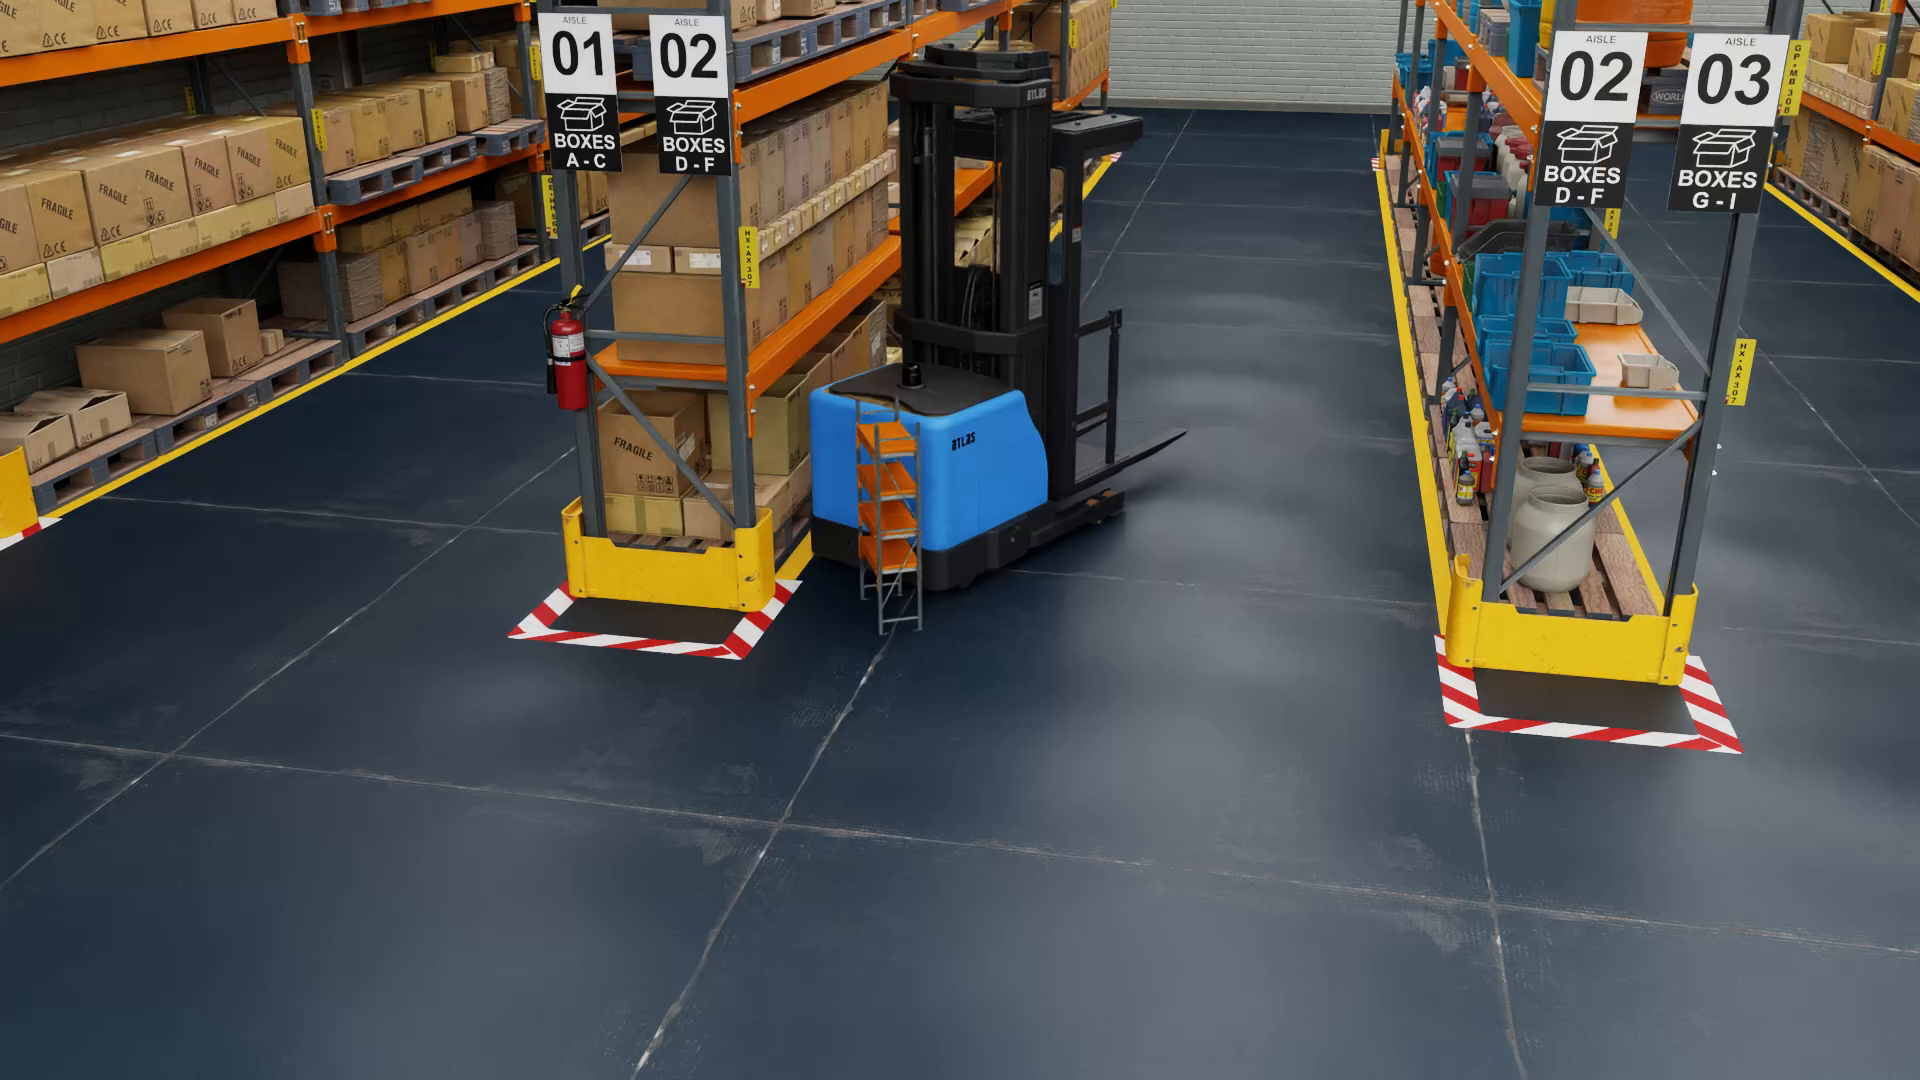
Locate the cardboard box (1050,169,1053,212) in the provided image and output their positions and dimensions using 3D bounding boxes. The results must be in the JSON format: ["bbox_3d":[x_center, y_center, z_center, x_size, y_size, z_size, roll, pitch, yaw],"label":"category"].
[{"bbox_3d":[0.762,-3.965,18.941,0.500,0.500,0.500,5,22,12],"label":"cardboard box"}]

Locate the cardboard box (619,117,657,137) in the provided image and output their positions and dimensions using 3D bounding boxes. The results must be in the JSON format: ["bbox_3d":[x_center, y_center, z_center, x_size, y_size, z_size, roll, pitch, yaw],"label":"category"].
[{"bbox_3d":[-4.062,-4.813,20.604,0.750,0.750,0.750,5,22,12],"label":"cardboard box"}]

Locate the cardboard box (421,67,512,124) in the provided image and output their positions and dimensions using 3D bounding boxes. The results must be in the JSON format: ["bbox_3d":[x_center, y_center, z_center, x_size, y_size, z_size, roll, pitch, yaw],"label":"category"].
[{"bbox_3d":[-4.959,-4.478,16.734,0.700,0.500,0.500,2,22,5],"label":"cardboard box"}]

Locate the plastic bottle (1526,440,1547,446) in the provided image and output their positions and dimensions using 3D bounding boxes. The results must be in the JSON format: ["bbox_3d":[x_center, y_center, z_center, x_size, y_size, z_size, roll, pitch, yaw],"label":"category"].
[{"bbox_3d":[3.971,-0.797,11.374,0.152,0.276,0.135,4,22,11],"label":"plastic bottle"}]

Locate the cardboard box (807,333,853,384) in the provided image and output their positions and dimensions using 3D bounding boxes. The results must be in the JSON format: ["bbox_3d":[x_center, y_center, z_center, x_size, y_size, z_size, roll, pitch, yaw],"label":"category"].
[{"bbox_3d":[-1.019,-1.093,11.166,0.500,0.500,0.500,4,22,11],"label":"cardboard box"}]

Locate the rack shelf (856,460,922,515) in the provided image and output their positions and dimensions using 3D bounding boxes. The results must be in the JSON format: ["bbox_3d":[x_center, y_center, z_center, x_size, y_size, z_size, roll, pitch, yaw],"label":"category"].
[{"bbox_3d":[-0.389,-0.281,9.027,0.258,0.148,0.480,-6,23,-14],"label":"rack shelf"}]

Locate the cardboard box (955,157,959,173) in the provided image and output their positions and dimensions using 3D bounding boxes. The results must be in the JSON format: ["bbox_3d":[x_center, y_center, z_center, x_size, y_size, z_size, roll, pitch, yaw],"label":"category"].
[{"bbox_3d":[-0.227,-3.437,15.207,0.380,0.149,0.250,6,23,15],"label":"cardboard box"}]

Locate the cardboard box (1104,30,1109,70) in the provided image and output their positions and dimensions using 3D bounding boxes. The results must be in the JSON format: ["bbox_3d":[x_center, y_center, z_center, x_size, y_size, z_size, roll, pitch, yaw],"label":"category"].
[{"bbox_3d":[1.785,-6.811,23.117,0.500,0.500,0.500,5,23,13],"label":"cardboard box"}]

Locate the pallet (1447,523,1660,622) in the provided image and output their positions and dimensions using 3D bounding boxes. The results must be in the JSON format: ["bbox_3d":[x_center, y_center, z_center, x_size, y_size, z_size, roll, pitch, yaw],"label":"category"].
[{"bbox_3d":[3.334,0.246,9.459,1.003,0.211,1.213,4,22,11],"label":"pallet"}]

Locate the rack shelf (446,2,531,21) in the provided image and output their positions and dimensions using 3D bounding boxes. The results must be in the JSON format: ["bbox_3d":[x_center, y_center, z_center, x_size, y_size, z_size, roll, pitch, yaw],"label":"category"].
[{"bbox_3d":[-4.464,-6.189,18.654,1.077,0.370,4.000,4,22,11],"label":"rack shelf"}]

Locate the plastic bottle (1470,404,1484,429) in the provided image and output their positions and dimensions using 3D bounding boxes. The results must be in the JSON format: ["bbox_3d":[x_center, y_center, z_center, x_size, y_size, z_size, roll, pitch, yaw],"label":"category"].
[{"bbox_3d":[3.528,-0.795,11.374,0.097,0.271,0.097,0,22,0],"label":"plastic bottle"}]

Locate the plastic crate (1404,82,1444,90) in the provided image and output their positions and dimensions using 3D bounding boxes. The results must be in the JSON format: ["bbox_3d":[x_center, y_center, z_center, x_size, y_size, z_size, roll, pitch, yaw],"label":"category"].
[{"bbox_3d":[5.608,-5.438,20.128,0.437,0.125,0.590,4,22,11],"label":"plastic crate"}]

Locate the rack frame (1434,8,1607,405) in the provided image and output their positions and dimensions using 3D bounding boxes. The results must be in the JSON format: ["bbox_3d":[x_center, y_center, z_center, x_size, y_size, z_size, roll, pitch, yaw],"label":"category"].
[{"bbox_3d":[4.010,-2.182,11.756,1.000,3.000,0.127,4,22,11],"label":"rack frame"}]

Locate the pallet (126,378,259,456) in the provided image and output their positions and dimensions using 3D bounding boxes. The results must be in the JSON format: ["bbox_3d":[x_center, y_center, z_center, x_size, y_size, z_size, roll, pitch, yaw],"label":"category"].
[{"bbox_3d":[-6.038,-0.948,12.424,1.003,0.211,1.213,4,22,11],"label":"pallet"}]

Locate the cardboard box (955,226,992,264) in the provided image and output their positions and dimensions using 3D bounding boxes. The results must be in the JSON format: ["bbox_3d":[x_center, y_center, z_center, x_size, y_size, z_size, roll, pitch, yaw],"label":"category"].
[{"bbox_3d":[0.012,-2.802,15.664,0.500,0.311,0.500,4,22,10],"label":"cardboard box"}]

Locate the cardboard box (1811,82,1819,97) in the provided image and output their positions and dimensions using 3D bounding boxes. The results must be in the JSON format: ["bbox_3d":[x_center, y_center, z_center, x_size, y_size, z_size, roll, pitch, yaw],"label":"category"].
[{"bbox_3d":[10.652,-5.501,20.334,0.380,0.149,0.250,4,22,10],"label":"cardboard box"}]

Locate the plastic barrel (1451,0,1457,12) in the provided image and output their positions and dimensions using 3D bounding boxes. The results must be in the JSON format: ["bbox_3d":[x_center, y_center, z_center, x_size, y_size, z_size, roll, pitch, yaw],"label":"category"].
[{"bbox_3d":[4.313,-4.712,13.449,0.600,0.830,0.708,4,22,11],"label":"plastic barrel"}]

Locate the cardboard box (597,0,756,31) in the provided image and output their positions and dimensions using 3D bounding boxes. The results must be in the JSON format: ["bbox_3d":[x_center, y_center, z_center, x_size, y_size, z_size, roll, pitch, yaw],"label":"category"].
[{"bbox_3d":[-1.533,-3.007,8.901,0.797,0.503,0.637,6,23,15],"label":"cardboard box"}]

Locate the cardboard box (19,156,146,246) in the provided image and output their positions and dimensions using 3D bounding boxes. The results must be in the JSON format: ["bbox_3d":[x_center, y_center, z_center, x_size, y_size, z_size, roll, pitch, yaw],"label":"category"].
[{"bbox_3d":[-5.891,-2.282,11.175,0.500,0.500,0.500,4,22,9],"label":"cardboard box"}]

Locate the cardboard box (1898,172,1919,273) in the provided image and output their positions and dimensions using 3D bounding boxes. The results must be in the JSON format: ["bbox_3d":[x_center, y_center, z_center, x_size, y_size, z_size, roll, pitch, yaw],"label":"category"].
[{"bbox_3d":[10.025,-3.053,16.200,1.225,0.875,0.875,5,22,11],"label":"cardboard box"}]

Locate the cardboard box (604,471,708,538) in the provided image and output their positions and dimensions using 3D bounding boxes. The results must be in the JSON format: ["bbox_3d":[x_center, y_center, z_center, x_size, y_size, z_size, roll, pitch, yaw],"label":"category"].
[{"bbox_3d":[-1.834,-0.236,10.043,0.500,0.250,0.500,4,22,11],"label":"cardboard box"}]

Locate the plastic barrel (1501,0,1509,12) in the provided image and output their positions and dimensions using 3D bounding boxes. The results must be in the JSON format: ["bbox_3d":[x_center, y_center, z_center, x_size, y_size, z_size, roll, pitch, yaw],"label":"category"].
[{"bbox_3d":[3.730,-3.677,10.742,0.421,0.512,0.421,0,22,0],"label":"plastic barrel"}]

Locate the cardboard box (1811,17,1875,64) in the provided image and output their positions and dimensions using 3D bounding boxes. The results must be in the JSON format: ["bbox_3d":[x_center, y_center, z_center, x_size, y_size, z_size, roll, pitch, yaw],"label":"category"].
[{"bbox_3d":[10.743,-6.081,20.237,0.500,0.500,0.500,4,22,9],"label":"cardboard box"}]

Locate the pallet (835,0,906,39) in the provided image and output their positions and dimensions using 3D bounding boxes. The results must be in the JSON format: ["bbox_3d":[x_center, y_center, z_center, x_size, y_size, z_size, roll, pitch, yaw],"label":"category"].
[{"bbox_3d":[-0.987,-3.597,11.374,1.003,0.211,1.213,4,22,11],"label":"pallet"}]

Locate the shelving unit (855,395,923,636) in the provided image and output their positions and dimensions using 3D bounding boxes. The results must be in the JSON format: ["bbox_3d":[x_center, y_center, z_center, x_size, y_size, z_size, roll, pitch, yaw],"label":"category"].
[{"bbox_3d":[-0.389,-0.136,9.086,0.258,1.200,0.503,-6,23,-14],"label":"shelving unit"}]

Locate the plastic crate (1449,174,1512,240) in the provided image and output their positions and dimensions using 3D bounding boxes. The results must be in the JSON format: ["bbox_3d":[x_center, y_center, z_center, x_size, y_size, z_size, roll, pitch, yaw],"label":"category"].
[{"bbox_3d":[3.809,-2.412,12.242,0.402,0.464,0.583,4,22,11],"label":"plastic crate"}]

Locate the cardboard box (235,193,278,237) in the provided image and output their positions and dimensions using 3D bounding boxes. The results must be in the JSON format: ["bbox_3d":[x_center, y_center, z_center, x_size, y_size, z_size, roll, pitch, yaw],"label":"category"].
[{"bbox_3d":[-5.598,-2.499,12.717,0.500,0.250,0.500,5,22,11],"label":"cardboard box"}]

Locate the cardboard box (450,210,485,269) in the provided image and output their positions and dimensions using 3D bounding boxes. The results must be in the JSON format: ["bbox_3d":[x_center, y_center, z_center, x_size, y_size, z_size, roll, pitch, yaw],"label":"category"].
[{"bbox_3d":[-5.187,-2.998,16.539,0.700,0.500,0.500,4,22,11],"label":"cardboard box"}]

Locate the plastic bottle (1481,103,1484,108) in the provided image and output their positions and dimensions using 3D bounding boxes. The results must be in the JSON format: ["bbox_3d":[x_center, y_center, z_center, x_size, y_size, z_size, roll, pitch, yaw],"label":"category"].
[{"bbox_3d":[5.548,-4.515,17.720,0.097,0.271,0.097,0,22,0],"label":"plastic bottle"}]

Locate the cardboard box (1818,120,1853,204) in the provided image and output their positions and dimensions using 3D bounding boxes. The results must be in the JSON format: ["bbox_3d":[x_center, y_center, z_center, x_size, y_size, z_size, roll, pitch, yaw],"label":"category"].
[{"bbox_3d":[10.888,-4.504,19.803,0.875,0.875,0.875,4,22,11],"label":"cardboard box"}]

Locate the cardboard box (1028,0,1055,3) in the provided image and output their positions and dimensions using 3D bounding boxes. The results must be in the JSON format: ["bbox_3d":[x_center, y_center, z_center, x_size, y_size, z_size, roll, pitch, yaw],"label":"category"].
[{"bbox_3d":[0.953,-6.757,21.644,0.500,0.500,0.500,4,22,10],"label":"cardboard box"}]

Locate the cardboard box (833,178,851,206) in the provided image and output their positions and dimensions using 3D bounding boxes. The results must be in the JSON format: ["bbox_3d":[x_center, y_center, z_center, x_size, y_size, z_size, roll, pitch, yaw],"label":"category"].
[{"bbox_3d":[-0.945,-2.328,11.117,0.380,0.149,0.250,5,22,12],"label":"cardboard box"}]

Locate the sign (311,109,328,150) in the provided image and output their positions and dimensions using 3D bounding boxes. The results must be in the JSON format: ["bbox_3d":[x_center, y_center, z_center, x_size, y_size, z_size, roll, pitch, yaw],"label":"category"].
[{"bbox_3d":[-5.156,-3.300,13.374,0.100,0.325,0.005,4,22,11],"label":"sign"}]

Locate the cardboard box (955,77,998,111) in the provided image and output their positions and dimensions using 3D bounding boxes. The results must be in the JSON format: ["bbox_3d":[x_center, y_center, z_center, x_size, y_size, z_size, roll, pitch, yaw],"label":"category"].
[{"bbox_3d":[-0.004,-4.504,16.825,0.700,0.500,0.500,-3,22,-7],"label":"cardboard box"}]

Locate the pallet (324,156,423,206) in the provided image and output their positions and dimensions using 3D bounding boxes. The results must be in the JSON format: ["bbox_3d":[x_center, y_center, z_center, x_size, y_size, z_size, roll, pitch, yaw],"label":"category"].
[{"bbox_3d":[-5.390,-3.117,14.333,1.003,0.211,1.213,4,22,11],"label":"pallet"}]

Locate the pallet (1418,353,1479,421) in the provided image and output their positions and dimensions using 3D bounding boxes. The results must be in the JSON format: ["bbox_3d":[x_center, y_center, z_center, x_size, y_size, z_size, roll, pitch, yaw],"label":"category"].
[{"bbox_3d":[4.132,-1.179,12.997,1.003,0.211,1.213,4,22,11],"label":"pallet"}]

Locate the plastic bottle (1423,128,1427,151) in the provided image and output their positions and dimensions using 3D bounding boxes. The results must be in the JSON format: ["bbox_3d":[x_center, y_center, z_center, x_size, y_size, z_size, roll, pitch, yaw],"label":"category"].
[{"bbox_3d":[4.619,-3.962,16.348,0.097,0.271,0.097,0,22,0],"label":"plastic bottle"}]

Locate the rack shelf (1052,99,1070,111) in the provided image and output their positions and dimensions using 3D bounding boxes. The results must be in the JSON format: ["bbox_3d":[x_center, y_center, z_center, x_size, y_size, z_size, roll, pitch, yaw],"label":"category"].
[{"bbox_3d":[0.386,-4.421,18.280,1.077,0.370,4.000,4,22,11],"label":"rack shelf"}]

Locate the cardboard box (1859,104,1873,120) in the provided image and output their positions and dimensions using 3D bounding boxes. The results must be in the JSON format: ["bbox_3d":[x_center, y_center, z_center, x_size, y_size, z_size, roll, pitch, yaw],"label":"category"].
[{"bbox_3d":[10.233,-4.750,18.469,0.380,0.149,0.250,5,22,11],"label":"cardboard box"}]

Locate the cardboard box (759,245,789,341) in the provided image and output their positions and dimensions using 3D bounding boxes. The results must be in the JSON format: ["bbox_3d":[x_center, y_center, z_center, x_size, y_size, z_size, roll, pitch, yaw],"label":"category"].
[{"bbox_3d":[-1.444,-1.507,9.945,0.700,0.500,0.500,5,22,12],"label":"cardboard box"}]

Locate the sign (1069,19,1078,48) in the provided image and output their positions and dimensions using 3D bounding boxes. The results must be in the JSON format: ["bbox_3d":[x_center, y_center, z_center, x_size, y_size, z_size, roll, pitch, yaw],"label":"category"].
[{"bbox_3d":[1.338,-5.983,19.643,0.100,0.325,0.005,4,22,11],"label":"sign"}]

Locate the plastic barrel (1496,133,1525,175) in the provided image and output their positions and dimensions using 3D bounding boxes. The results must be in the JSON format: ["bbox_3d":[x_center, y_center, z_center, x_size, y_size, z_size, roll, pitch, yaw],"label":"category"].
[{"bbox_3d":[4.739,-3.150,14.010,0.421,0.512,0.421,0,22,0],"label":"plastic barrel"}]

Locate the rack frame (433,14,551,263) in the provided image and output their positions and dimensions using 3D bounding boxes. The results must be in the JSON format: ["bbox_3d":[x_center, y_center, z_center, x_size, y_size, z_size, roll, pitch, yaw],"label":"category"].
[{"bbox_3d":[-4.872,-4.400,17.263,1.000,3.000,0.127,4,22,11],"label":"rack frame"}]

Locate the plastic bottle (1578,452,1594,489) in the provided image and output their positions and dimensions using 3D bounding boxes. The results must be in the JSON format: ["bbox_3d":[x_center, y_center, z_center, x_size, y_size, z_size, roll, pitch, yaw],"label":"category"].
[{"bbox_3d":[3.939,-0.422,10.450,0.097,0.271,0.097,0,22,0],"label":"plastic bottle"}]

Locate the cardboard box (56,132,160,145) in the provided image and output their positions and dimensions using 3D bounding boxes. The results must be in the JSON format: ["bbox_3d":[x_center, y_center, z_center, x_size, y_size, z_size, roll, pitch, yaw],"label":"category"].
[{"bbox_3d":[-6.205,-2.698,12.208,0.500,0.500,0.500,5,22,12],"label":"cardboard box"}]

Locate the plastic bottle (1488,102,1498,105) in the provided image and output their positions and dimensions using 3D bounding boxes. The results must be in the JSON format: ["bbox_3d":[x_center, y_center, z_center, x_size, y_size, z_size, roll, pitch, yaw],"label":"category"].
[{"bbox_3d":[5.701,-4.563,17.835,0.152,0.276,0.135,4,22,11],"label":"plastic bottle"}]

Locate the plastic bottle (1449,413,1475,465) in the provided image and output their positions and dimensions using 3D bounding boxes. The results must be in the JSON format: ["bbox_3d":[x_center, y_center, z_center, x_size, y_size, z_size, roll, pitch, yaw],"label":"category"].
[{"bbox_3d":[3.314,-0.669,10.957,0.144,0.351,0.185,4,22,10],"label":"plastic bottle"}]

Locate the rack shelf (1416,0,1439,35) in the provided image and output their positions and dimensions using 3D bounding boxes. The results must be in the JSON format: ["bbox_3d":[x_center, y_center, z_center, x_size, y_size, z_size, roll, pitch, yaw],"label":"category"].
[{"bbox_3d":[5.234,-5.434,16.778,1.077,0.370,4.000,4,22,11],"label":"rack shelf"}]

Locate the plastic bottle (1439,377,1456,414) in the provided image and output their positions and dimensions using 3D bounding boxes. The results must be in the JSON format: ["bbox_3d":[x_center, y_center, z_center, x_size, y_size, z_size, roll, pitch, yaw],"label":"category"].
[{"bbox_3d":[3.516,-1.037,11.977,0.097,0.271,0.097,0,22,0],"label":"plastic bottle"}]

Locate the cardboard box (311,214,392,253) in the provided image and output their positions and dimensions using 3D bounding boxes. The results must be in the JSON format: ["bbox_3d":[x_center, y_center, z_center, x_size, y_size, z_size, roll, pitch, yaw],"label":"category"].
[{"bbox_3d":[-5.468,-2.761,14.948,0.500,0.250,0.500,4,22,10],"label":"cardboard box"}]

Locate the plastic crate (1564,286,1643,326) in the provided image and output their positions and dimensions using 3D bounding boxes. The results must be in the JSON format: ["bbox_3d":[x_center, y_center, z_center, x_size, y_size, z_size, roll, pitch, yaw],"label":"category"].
[{"bbox_3d":[3.927,-1.446,10.283,0.530,0.136,0.437,4,22,11],"label":"plastic crate"}]

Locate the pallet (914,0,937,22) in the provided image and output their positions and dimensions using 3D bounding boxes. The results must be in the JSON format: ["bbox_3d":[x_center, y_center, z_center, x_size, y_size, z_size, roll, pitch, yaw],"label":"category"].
[{"bbox_3d":[-0.671,-4.187,12.976,0.805,0.209,1.217,4,22,9],"label":"pallet"}]

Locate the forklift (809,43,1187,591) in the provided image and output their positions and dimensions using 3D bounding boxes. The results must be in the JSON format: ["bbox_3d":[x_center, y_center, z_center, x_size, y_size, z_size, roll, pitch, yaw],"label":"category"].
[{"bbox_3d":[0.406,-1.555,10.290,1.130,2.935,3.031,16,27,35],"label":"forklift"}]

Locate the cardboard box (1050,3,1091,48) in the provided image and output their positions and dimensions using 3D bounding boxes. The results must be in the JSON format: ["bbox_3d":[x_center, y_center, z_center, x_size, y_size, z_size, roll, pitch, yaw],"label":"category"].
[{"bbox_3d":[1.376,-6.524,21.066,0.500,0.500,0.500,4,22,9],"label":"cardboard box"}]

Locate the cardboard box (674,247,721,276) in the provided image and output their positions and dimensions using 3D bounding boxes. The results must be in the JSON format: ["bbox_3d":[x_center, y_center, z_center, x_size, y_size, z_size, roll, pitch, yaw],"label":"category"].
[{"bbox_3d":[-1.364,-1.572,9.240,0.380,0.149,0.250,4,22,11],"label":"cardboard box"}]

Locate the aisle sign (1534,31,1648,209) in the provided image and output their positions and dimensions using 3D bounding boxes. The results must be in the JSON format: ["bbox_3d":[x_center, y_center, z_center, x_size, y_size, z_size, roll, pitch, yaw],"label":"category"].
[{"bbox_3d":[2.888,-1.921,7.629,0.394,0.787,0.004,4,22,11],"label":"aisle sign"}]

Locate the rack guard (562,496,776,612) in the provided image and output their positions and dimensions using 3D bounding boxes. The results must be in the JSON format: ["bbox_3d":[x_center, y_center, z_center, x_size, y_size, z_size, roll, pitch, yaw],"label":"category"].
[{"bbox_3d":[-1.660,0.070,9.510,1.175,0.500,0.348,4,22,11],"label":"rack guard"}]

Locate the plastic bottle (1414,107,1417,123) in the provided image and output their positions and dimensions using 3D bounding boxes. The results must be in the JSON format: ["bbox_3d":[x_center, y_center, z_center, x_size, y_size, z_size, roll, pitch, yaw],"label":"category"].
[{"bbox_3d":[5.030,-4.666,18.189,0.097,0.201,0.097,0,22,0],"label":"plastic bottle"}]
